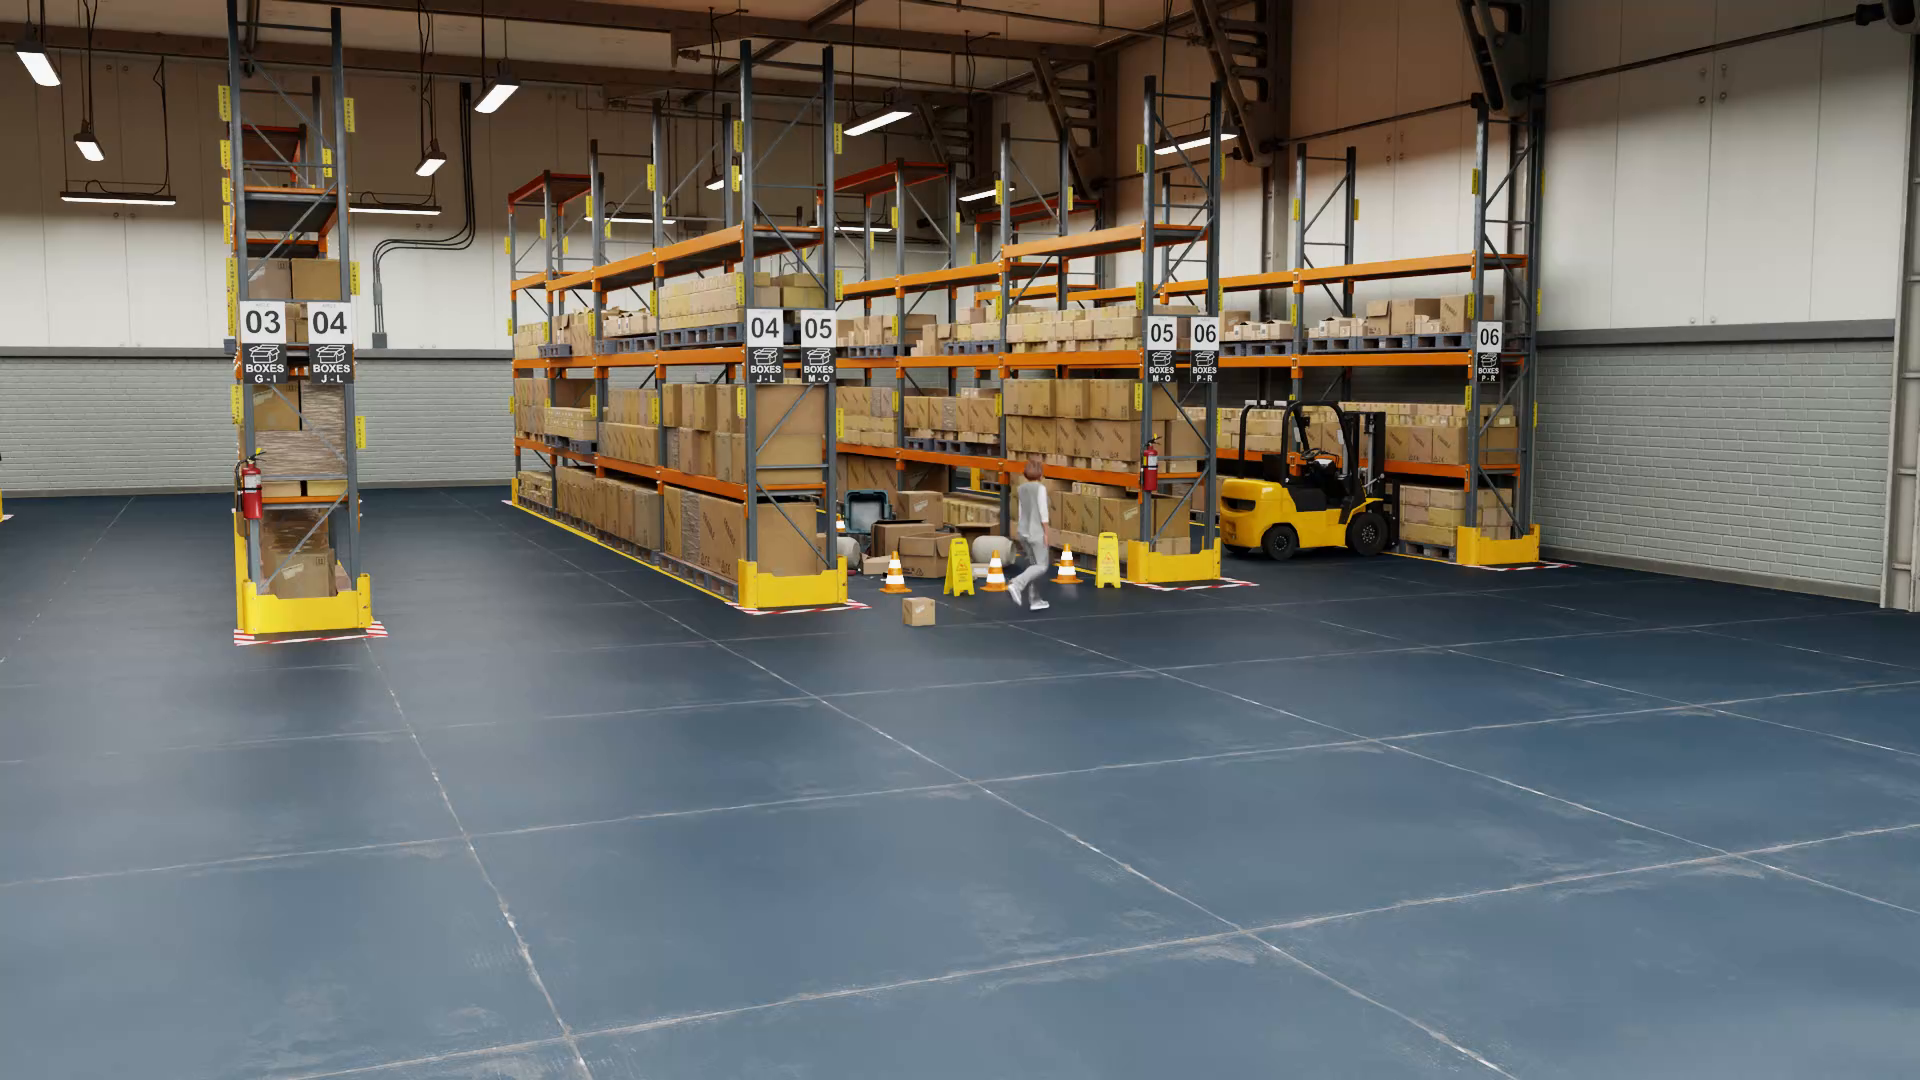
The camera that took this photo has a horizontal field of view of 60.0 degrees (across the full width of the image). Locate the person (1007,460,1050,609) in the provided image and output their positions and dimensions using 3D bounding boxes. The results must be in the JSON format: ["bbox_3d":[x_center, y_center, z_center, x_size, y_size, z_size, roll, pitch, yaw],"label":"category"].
[{"bbox_3d":[0.725,-0.042,17.456,0.666,1.578,0.424,-5,7,-40],"label":"person"}]
